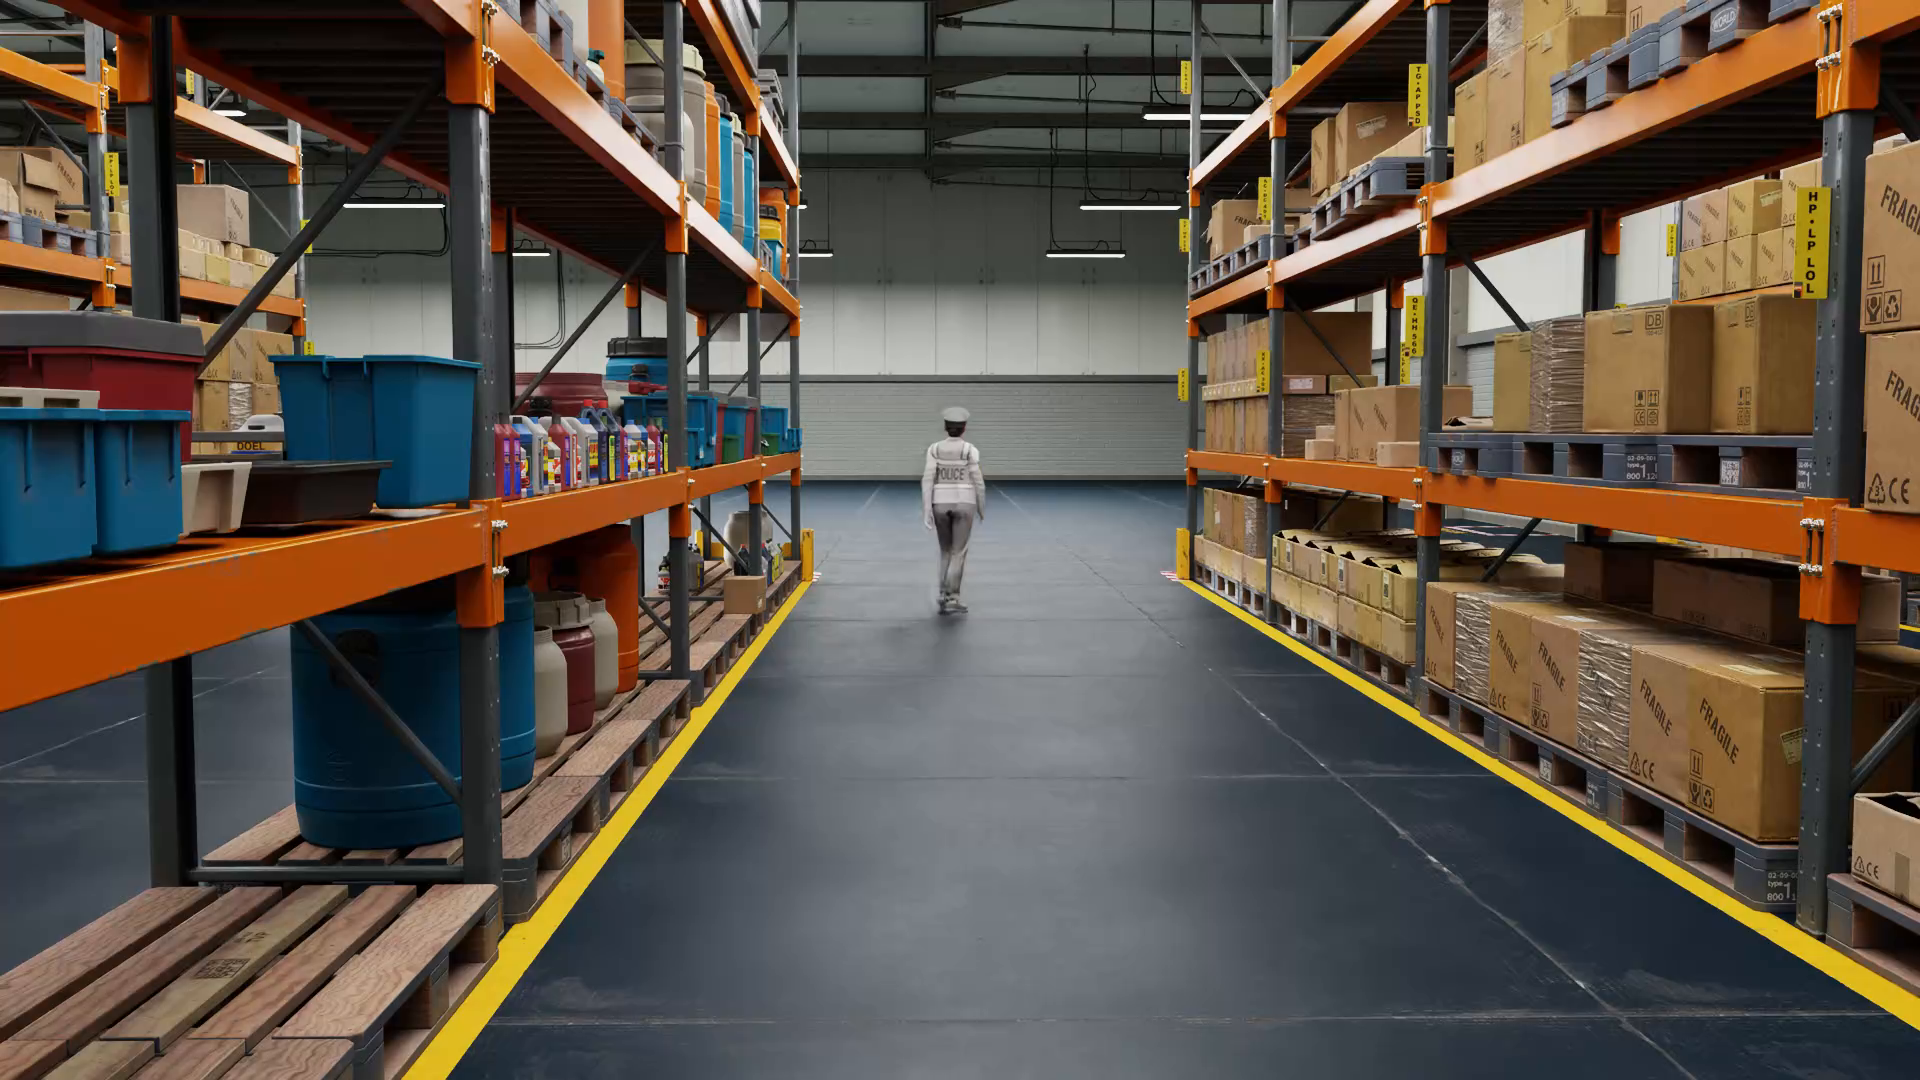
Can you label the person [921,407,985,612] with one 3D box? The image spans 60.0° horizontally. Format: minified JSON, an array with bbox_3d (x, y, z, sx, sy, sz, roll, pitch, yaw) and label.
[{"bbox_3d":[-0.047,-0.213,13.607,0.489,1.755,0.566,1,4,21],"label":"person"}]
